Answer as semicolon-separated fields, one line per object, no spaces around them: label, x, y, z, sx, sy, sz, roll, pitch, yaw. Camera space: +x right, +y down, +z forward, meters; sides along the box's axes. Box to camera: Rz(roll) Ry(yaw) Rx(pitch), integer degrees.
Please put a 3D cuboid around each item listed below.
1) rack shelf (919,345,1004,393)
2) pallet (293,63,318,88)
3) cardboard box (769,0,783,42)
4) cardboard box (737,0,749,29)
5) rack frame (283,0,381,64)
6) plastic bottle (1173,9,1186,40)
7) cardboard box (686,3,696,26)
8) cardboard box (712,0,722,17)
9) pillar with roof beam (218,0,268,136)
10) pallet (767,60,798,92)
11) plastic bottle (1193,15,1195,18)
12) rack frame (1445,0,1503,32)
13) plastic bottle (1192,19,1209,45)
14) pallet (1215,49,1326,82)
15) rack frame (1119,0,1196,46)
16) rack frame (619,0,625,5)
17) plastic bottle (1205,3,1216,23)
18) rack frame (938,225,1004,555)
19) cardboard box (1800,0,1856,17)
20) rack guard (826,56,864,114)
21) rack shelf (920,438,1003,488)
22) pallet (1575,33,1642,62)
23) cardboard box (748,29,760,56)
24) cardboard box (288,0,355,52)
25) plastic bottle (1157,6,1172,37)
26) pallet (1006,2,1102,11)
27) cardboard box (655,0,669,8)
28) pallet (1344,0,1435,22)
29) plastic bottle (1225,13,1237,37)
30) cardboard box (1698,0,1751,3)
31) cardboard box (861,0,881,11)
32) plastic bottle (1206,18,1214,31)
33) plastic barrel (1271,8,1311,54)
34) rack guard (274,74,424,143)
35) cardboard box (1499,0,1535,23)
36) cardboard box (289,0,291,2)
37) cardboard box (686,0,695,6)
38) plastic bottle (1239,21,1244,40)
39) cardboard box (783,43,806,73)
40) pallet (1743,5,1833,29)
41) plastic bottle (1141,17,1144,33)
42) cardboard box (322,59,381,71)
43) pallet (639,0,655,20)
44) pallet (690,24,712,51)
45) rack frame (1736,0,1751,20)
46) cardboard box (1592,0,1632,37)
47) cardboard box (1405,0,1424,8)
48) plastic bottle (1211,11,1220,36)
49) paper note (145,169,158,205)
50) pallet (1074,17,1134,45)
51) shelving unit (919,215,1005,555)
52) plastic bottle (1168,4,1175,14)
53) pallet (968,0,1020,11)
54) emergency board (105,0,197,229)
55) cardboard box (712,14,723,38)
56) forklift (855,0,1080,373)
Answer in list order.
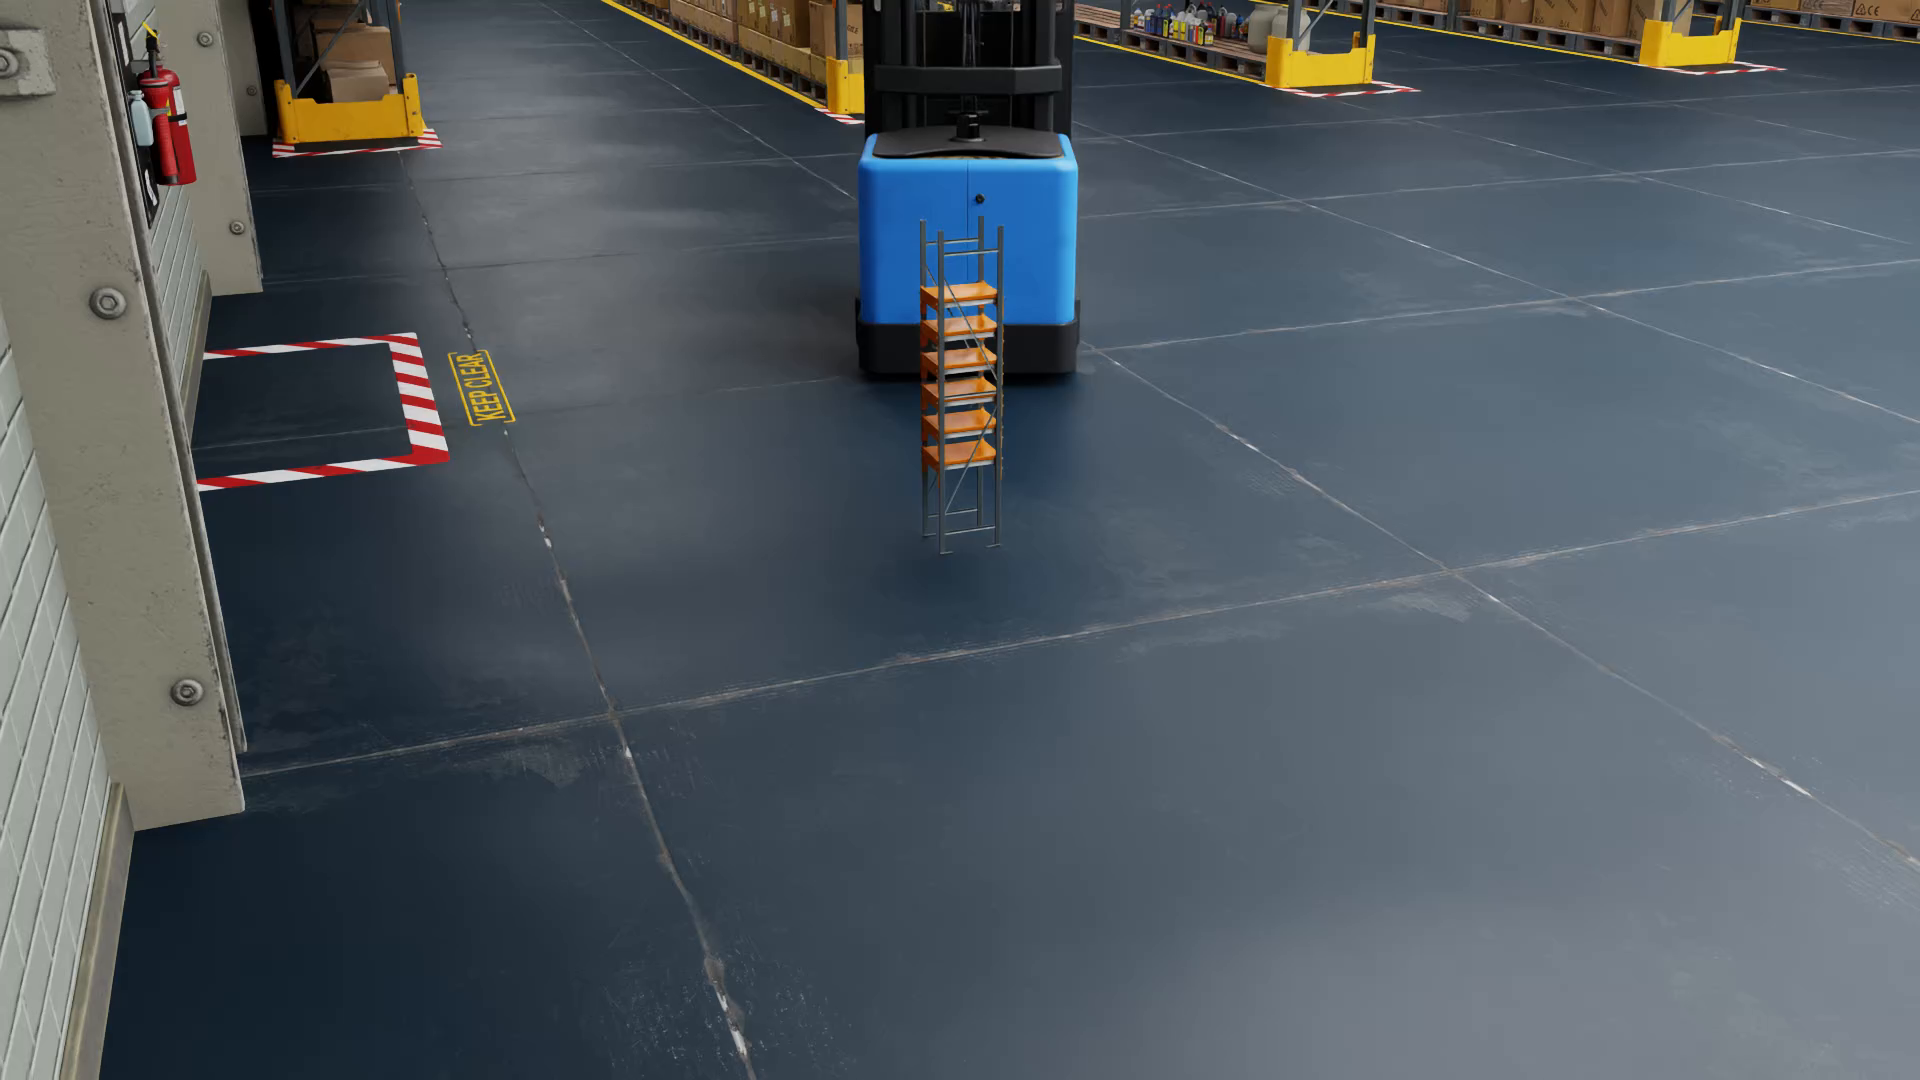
rack shelf;0.005;-0.617;5.975;0.258;0.103;0.180;-8;24;-19
pallet;-6.479;-4.851;17.488;1.003;0.211;1.213;-8;24;-19
cardboard box;-1.713;-5.572;17.642;0.500;0.500;0.500;-8;24;-19
cardboard box;-2.245;-6.117;18.935;0.500;0.500;0.500;-8;24;-19
rack frame;-6.749;-6.375;17.514;1.000;3.000;0.127;-8;24;-19
plastic bottle;2.633;-6.143;19.808;0.144;0.351;0.185;-9;24;-19
cardboard box;-3.251;-6.835;21.604;0.500;0.250;0.500;-9;24;-20
cardboard box;-2.717;-6.537;20.175;0.500;0.311;0.500;-8;24;-18
pillar with roof beam;-2.365;-8.413;14.623;9.100;9.000;0.400;-8;24;-19
pallet;-1.440;-5.033;17.918;1.003;0.211;1.213;-8;24;-19
plastic bottle;2.763;-6.138;19.892;0.152;0.276;0.135;-8;24;-19
rack frame;7.153;-8.414;22.351;1.000;3.000;0.127;-8;24;-19
plastic bottle;2.810;-5.931;19.401;0.152;0.276;0.135;-8;24;-19
pallet;3.579;-5.313;18.584;1.003;0.211;1.213;-8;24;-19
rack frame;2.519;-7.735;20.739;1.000;3.000;0.127;-8;24;-19
rack frame;-4.942;-9.963;26.026;1.000;3.000;0.127;-8;24;-19
plastic bottle;3.084;-6.452;20.541;0.144;0.351;0.185;-10;25;-22
rack frame;0.037;-0.514;5.926;0.240;1.200;0.006;-8;24;-19
cardboard box;12.307;-7.707;22.869;0.875;0.875;0.875;-8;24;-19
rack guard;-0.695;-4.442;16.146;1.175;0.500;0.348;-8;24;-19
rack shelf;0.005;-0.286;6.115;0.258;0.103;0.180;-8;24;-19
pallet;8.285;-6.003;20.222;1.003;0.211;1.213;-8;24;-19
cardboard box;-2.064;-5.590;18.651;0.500;0.250;0.500;-8;24;-19
cardboard box;-7.254;-5.872;18.972;0.700;0.500;0.500;-9;24;-20
plastic bottle;2.483;-6.298;20.174;0.144;0.351;0.185;-9;25;-21
pallet;1.343;-7.616;24.048;1.003;0.211;1.213;-8;24;-19
cardboard box;-4.079;-7.868;23.708;0.500;0.500;0.500;-7;24;-17
pallet;6.441;-7.856;24.617;1.003;0.211;1.213;-8;24;-19
plastic bottle;3.252;-6.241;20.136;0.152;0.276;0.135;-8;24;-18
cardboard box;11.525;-8.428;24.740;1.050;0.750;0.750;-8;24;-19
cardboard box;-0.863;-5.282;16.953;0.500;0.500;0.500;-8;24;-19
plastic bottle;2.909;-5.949;19.434;0.061;0.283;0.133;-8;24;-19
plastic barrel;3.628;-5.557;18.235;0.421;0.512;0.421;0;23;0
rack guard;-5.363;-3.798;14.616;1.175;0.500;0.348;-8;24;-19
cardboard box;7.466;-7.098;21.906;0.500;0.500;0.500;-1;23;-2
cardboard box;-7.786;-6.422;20.276;0.700;0.500;0.500;-8;24;-19
cardboard box;-3.248;-7.089;21.484;0.500;0.311;0.500;-9;24;-20
plastic bottle;3.392;-6.093;19.880;0.097;0.201;0.097;0;23;0
cardboard box;-1.535;-5.045;17.357;0.500;0.250;0.500;-8;24;-19
pallet;12.024;-7.486;23.739;1.003;0.211;1.213;-8;24;-19
plastic bottle;2.293;-6.398;20.604;0.097;0.201;0.097;0;23;0
cardboard box;-5.698;-4.356;15.619;0.500;0.311;0.500;-6;24;-15
pallet;-4.185;-7.944;24.825;1.003;0.211;1.213;-8;24;-19
pallet;-2.848;-6.478;21.347;1.003;0.211;1.213;-8;24;-19
rack frame;11.829;-9.058;23.879;1.000;3.000;0.127;-8;24;-19
cardboard box;8.118;-6.444;20.355;0.500;0.500;0.500;-2;23;-5
cardboard box;6.805;-7.867;23.705;0.700;0.500;0.500;-8;24;-19
plastic bottle;3.111;-6.281;20.220;0.061;0.283;0.133;-8;24;-19
paper note;-3.438;-1.495;7.068;0.016;0.148;0.142;-8;24;-19
pallet;2.205;-6.730;21.945;1.003;0.211;1.213;-8;24;-19
shelving unit;0.005;-0.548;6.004;0.258;1.200;0.189;-8;24;-19
plastic bottle;2.551;-6.386;20.384;0.144;0.351;0.185;-8;24;-19
pallet;0.788;-8.184;25.395;1.003;0.211;1.213;-8;24;-19
emergency board;-3.436;-1.974;7.072;0.194;1.169;0.643;-8;24;-19
cardboard box;-2.711;-6.278;20.282;0.500;0.250;0.500;-9;24;-20
forklift;0.044;-2.670;8.811;1.130;2.935;3.031;0;23;0
